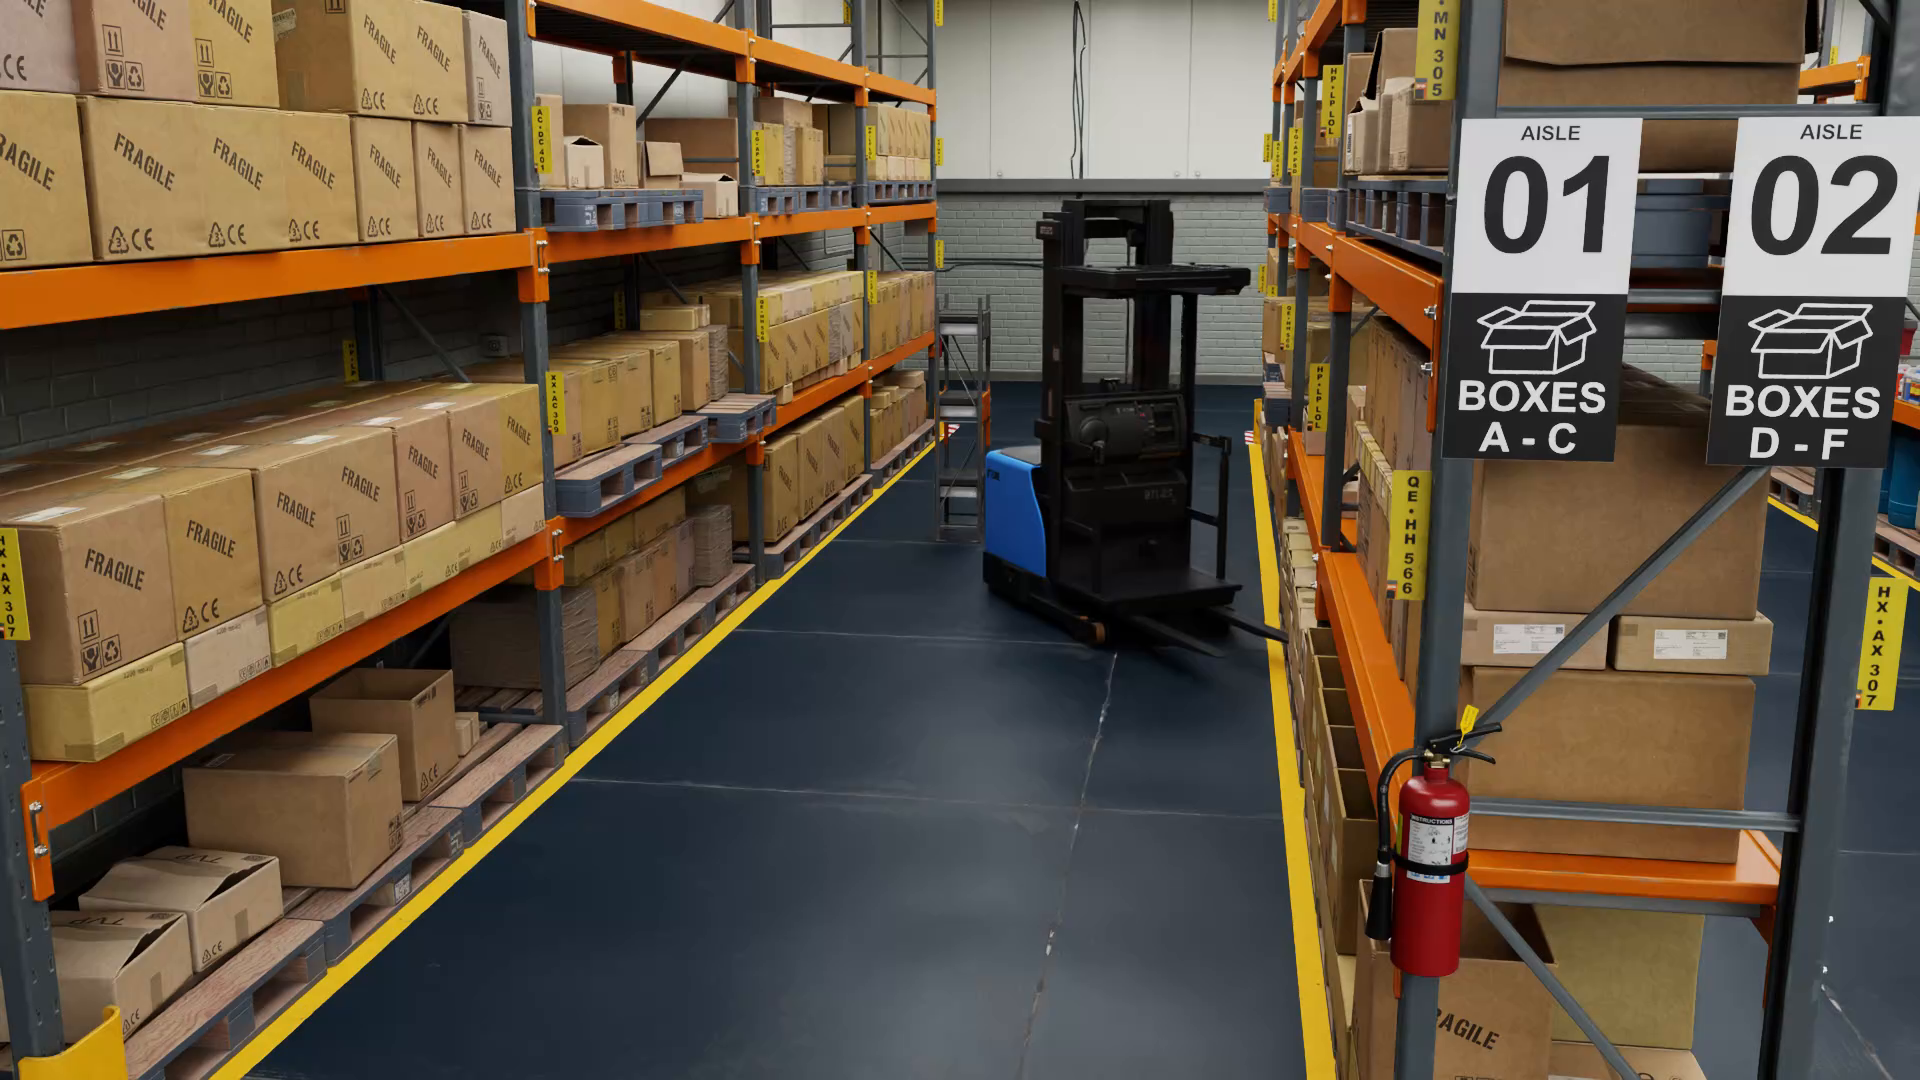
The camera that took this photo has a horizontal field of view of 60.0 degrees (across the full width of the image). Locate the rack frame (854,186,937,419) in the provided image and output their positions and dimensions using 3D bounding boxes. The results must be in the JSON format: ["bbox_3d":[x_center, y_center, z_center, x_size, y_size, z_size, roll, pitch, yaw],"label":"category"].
[{"bbox_3d":[-0.787,-2.799,20.359,1.000,3.000,0.127,2,12,9],"label":"rack frame"}]

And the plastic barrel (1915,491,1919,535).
[{"bbox_3d":[8.003,-0.259,13.485,0.421,0.512,0.421,0,12,0],"label":"plastic barrel"}]

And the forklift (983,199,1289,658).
[{"bbox_3d":[1.248,-0.820,11.343,1.130,2.935,3.031,-6,13,-24],"label":"forklift"}]

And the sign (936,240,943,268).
[{"bbox_3d":[-0.253,-3.460,20.117,0.100,0.325,0.005,2,12,9],"label":"sign"}]

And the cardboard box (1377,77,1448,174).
[{"bbox_3d":[1.650,-1.369,5.487,0.500,0.311,0.500,3,13,15],"label":"cardboard box"}]

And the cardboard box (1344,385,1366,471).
[{"bbox_3d":[2.636,-0.673,10.257,0.500,0.500,0.500,1,12,6],"label":"cardboard box"}]

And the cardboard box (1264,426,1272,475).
[{"bbox_3d":[3.301,-0.927,16.565,0.500,0.500,0.500,2,12,9],"label":"cardboard box"}]

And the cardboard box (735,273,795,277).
[{"bbox_3d":[-1.804,-2.340,15.461,0.500,0.250,0.500,2,12,9],"label":"cardboard box"}]

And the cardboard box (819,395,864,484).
[{"bbox_3d":[-1.374,-0.981,16.031,0.750,0.750,0.750,2,12,9],"label":"cardboard box"}]

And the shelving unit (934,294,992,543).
[{"bbox_3d":[0.025,-1.061,14.432,0.431,2.100,0.503,2,12,9],"label":"shelving unit"}]

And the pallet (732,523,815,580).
[{"bbox_3d":[-1.821,0.068,13.676,1.003,0.211,1.213,2,12,9],"label":"pallet"}]

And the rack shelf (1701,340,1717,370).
[{"bbox_3d":[8.695,-1.710,17.014,1.077,0.370,4.000,2,12,9],"label":"rack shelf"}]

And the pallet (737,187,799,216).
[{"bbox_3d":[-1.971,-2.643,12.966,1.213,0.211,1.003,2,12,11],"label":"pallet"}]

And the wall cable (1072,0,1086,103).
[{"bbox_3d":[3.109,-7.760,24.525,3.097,2.526,0.112,2,12,9],"label":"wall cable"}]

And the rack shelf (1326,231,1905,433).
[{"bbox_3d":[1.955,-0.839,5.855,1.077,0.370,4.000,2,12,9],"label":"rack shelf"}]

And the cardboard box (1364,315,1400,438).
[{"bbox_3d":[2.201,-0.731,7.450,0.700,0.500,0.500,2,12,9],"label":"cardboard box"}]

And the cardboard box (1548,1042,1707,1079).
[{"bbox_3d":[1.950,1.726,4.893,0.500,0.250,0.500,2,12,9],"label":"cardboard box"}]

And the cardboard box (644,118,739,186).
[{"bbox_3d":[-2.001,-2.964,12.727,0.700,0.500,0.500,1,12,4],"label":"cardboard box"}]

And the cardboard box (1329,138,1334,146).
[{"bbox_3d":[3.030,-3.174,12.372,0.500,0.500,0.500,2,12,9],"label":"cardboard box"}]

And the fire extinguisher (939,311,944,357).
[{"bbox_3d":[-0.308,-2.595,20.483,0.296,0.674,0.183,2,12,9],"label":"fire extinguisher"}]

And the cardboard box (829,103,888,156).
[{"bbox_3d":[-1.015,-4.119,16.708,0.500,0.500,0.500,2,12,8],"label":"cardboard box"}]

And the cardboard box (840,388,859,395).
[{"bbox_3d":[-1.285,-1.560,18.007,0.380,0.149,0.250,1,12,7],"label":"cardboard box"}]

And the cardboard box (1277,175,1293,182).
[{"bbox_3d":[3.300,-3.554,15.912,0.500,0.250,0.500,2,12,9],"label":"cardboard box"}]

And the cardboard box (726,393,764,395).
[{"bbox_3d":[-1.738,-1.081,12.940,0.380,0.149,0.250,2,12,8],"label":"cardboard box"}]

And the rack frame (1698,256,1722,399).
[{"bbox_3d":[9.002,-2.478,18.870,1.000,3.000,0.127,2,12,9],"label":"rack frame"}]

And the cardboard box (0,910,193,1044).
[{"bbox_3d":[-3.052,1.490,5.796,0.500,0.311,0.500,0,12,2],"label":"cardboard box"}]

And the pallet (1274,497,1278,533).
[{"bbox_3d":[3.406,-0.272,15.257,1.003,0.211,1.213,2,12,9],"label":"pallet"}]

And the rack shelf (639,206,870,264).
[{"bbox_3d":[-1.710,-2.664,14.324,1.077,0.370,4.000,2,12,9],"label":"rack shelf"}]

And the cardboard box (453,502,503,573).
[{"bbox_3d":[-2.491,-0.025,7.799,0.500,0.250,0.500,2,12,9],"label":"cardboard box"}]

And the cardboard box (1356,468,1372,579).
[{"bbox_3d":[2.201,-0.097,7.587,0.700,0.500,0.500,2,12,7],"label":"cardboard box"}]

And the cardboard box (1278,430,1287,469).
[{"bbox_3d":[2.948,-0.761,14.011,0.500,0.250,0.500,2,12,8],"label":"cardboard box"}]

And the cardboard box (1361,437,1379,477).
[{"bbox_3d":[1.954,-0.351,7.226,0.380,0.149,0.250,2,12,7],"label":"cardboard box"}]

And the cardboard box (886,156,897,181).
[{"bbox_3d":[-0.943,-3.854,17.259,0.500,0.250,0.500,2,12,7],"label":"cardboard box"}]

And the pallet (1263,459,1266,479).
[{"bbox_3d":[3.785,-0.841,17.893,1.003,0.211,1.213,2,12,9],"label":"pallet"}]

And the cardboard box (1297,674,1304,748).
[{"bbox_3d":[2.040,0.902,8.717,0.500,0.250,0.500,2,12,8],"label":"cardboard box"}]

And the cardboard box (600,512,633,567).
[{"bbox_3d":[-2.395,-0.014,10.549,0.500,0.250,0.500,2,12,7],"label":"cardboard box"}]

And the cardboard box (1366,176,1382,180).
[{"bbox_3d":[2.449,-1.982,8.807,0.500,0.250,0.500,1,12,3],"label":"cardboard box"}]

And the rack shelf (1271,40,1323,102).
[{"bbox_3d":[3.801,-4.802,17.131,1.077,0.370,4.000,2,12,9],"label":"rack shelf"}]

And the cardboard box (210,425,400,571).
[{"bbox_3d":[-2.638,-0.178,6.730,0.500,0.500,0.500,2,12,10],"label":"cardboard box"}]

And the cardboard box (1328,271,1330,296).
[{"bbox_3d":[3.923,-2.540,16.550,0.500,0.500,0.500,1,12,7],"label":"cardboard box"}]

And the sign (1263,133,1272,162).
[{"bbox_3d":[3.572,-4.550,19.292,0.100,0.325,0.005,2,12,9],"label":"sign"}]

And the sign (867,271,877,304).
[{"bbox_3d":[-0.864,-2.478,16.310,0.100,0.325,0.005,2,12,9],"label":"sign"}]

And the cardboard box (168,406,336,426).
[{"bbox_3d":[-3.076,-0.301,7.301,0.500,0.500,0.500,2,12,10],"label":"cardboard box"}]

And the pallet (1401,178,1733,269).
[{"bbox_3d":[1.782,-0.878,4.536,1.003,0.211,1.213,2,12,9],"label":"pallet"}]

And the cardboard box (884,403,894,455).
[{"bbox_3d":[-1.105,-1.206,17.906,0.700,0.500,0.500,2,12,8],"label":"cardboard box"}]

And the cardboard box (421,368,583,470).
[{"bbox_3d":[-2.520,-0.669,9.198,0.700,0.500,0.500,2,12,9],"label":"cardboard box"}]

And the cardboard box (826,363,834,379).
[{"bbox_3d":[-1.360,-1.562,15.170,0.380,0.149,0.250,2,12,9],"label":"cardboard box"}]

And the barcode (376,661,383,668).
[{"bbox_3d":[-2.953,0.654,8.466,0.001,0.075,0.075,2,12,9],"label":"barcode"}]

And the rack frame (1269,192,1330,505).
[{"bbox_3d":[3.493,-1.806,15.755,1.000,3.000,0.127,2,12,9],"label":"rack frame"}]

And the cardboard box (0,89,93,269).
[{"bbox_3d":[-2.949,-1.054,4.861,0.500,0.500,0.500,2,12,10],"label":"cardboard box"}]

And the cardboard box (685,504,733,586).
[{"bbox_3d":[-2.076,0.025,12.146,0.700,0.500,0.500,2,12,9],"label":"cardboard box"}]

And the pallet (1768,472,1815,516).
[{"bbox_3d":[8.462,-0.436,16.016,1.003,0.211,1.213,2,12,9],"label":"pallet"}]

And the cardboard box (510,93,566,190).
[{"bbox_3d":[-2.469,-2.132,8.914,0.500,0.500,0.500,4,13,17],"label":"cardboard box"}]

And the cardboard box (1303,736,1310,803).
[{"bbox_3d":[1.892,1.085,7.870,0.500,0.250,0.500,2,12,9],"label":"cardboard box"}]
